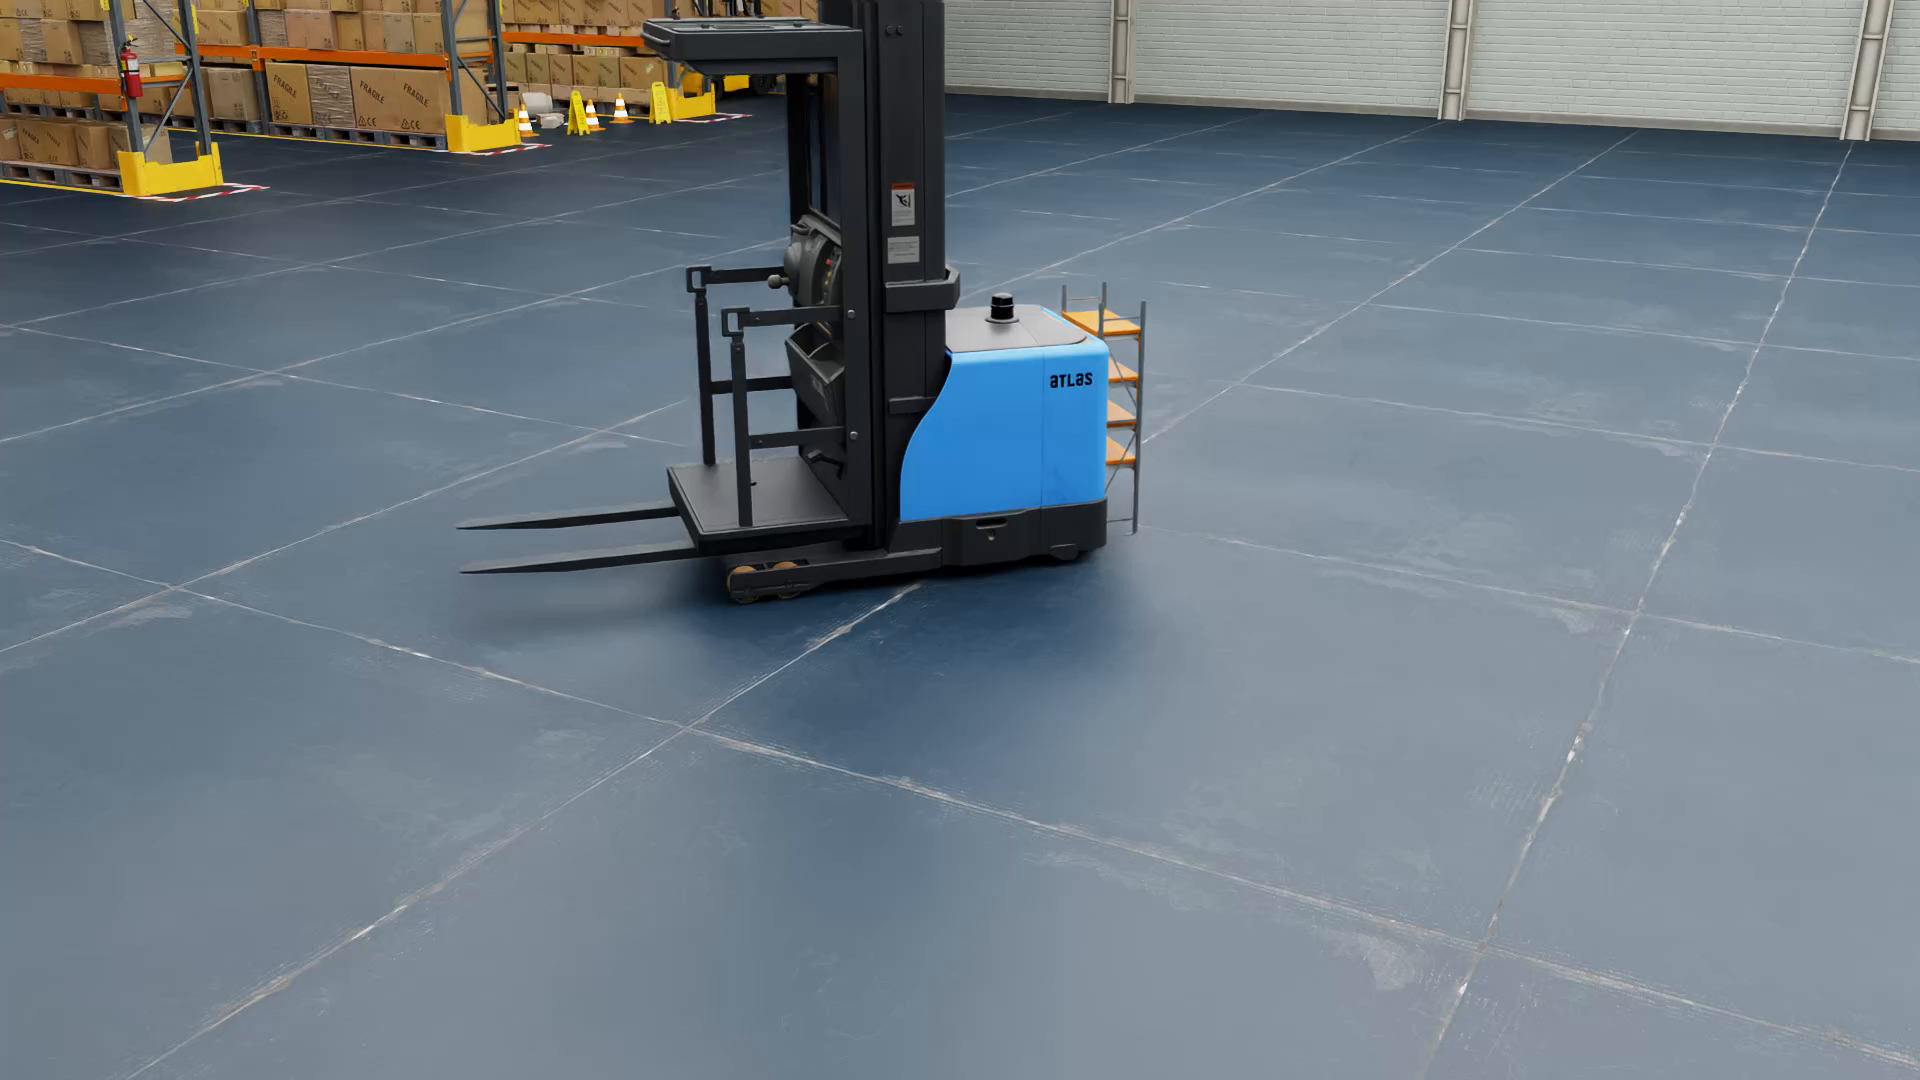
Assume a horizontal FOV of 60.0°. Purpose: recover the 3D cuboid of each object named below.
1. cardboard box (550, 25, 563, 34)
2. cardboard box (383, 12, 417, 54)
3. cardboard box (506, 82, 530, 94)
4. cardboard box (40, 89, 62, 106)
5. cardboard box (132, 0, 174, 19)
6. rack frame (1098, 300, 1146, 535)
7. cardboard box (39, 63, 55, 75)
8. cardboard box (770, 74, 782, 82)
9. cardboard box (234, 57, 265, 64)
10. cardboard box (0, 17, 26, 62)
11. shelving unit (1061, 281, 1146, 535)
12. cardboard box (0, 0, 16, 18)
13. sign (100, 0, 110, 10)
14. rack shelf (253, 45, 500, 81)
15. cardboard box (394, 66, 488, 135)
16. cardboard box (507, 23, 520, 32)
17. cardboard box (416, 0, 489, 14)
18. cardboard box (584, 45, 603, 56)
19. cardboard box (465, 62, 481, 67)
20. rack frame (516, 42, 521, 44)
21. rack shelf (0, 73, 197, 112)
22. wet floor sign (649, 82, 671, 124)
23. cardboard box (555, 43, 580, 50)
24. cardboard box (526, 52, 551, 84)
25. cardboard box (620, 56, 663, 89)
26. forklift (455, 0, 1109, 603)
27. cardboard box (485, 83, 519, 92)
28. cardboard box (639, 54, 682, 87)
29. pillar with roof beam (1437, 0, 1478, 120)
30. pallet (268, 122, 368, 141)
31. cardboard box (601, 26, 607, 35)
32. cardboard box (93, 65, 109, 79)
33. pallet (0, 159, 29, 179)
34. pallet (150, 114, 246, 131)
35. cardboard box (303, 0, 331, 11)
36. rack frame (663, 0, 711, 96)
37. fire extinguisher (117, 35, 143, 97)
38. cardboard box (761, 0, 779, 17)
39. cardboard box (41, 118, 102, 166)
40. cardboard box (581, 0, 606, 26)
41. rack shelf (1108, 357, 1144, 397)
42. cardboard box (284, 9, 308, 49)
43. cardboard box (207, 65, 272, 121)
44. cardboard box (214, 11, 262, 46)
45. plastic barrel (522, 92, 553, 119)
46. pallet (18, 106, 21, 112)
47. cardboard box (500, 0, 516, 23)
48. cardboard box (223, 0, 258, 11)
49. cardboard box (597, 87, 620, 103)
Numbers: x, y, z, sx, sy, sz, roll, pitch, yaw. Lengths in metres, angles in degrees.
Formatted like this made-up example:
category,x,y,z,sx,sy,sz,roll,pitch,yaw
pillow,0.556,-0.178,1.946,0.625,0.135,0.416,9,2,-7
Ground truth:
category,x,y,z,sx,sy,sz,roll,pitch,yaw
cardboard box,-6.794,-8.743,28.439,0.250,0.149,0.380,11,23,28
cardboard box,-7.695,-7.273,23.797,0.550,0.550,0.875,11,23,27
cardboard box,-7.641,-7.951,29.303,0.500,0.250,0.500,10,22,25
cardboard box,-14.996,-7.541,27.806,0.500,0.500,0.500,12,23,29
cardboard box,-9.713,-6.439,19.668,0.500,0.500,0.500,11,23,27
rack frame,0.784,-0.583,8.212,0.240,1.200,0.015,-6,21,-17
cardboard box,-10.814,-5.680,19.994,0.250,0.149,0.380,11,23,27
cardboard box,-3.541,-9.098,32.465,0.500,0.250,0.500,11,23,28
cardboard box,-13.636,-9.527,32.730,0.875,0.875,0.875,12,23,29
cardboard box,-11.174,-6.126,20.272,0.500,0.500,0.875,11,23,27
shelving unit,0.708,-0.662,8.430,0.258,1.200,0.503,-6,21,-17
cardboard box,-11.273,-6.535,19.934,0.500,0.500,0.500,11,23,27
sign,-9.654,-6.141,18.733,0.005,0.325,0.100,11,23,27
rack shelf,-8.604,-7.064,24.495,4.000,0.370,1.077,11,23,27
cardboard box,-7.483,-6.361,24.002,0.875,0.875,0.875,11,23,28
cardboard box,-7.660,-8.932,28.960,0.250,0.149,0.380,12,23,29
cardboard box,-7.164,-7.721,23.447,0.550,0.550,0.875,11,23,27
cardboard box,-6.160,-8.306,28.229,0.250,0.149,0.380,12,23,30
cardboard box,-10.463,-10.570,36.155,0.500,0.500,0.500,12,23,30
rack frame,-9.099,-11.369,35.307,0.127,3.000,1.000,11,23,27
rack shelf,-11.112,-5.604,20.470,4.000,0.370,1.077,11,23,27
wet floor sign,-4.889,-7.103,27.000,0.267,0.644,0.232,-16,26,-38
cardboard box,-7.987,-10.235,35.050,0.625,0.625,0.875,12,23,29
cardboard box,-7.168,-8.218,28.939,0.500,0.500,0.500,12,23,29
cardboard box,-5.359,-7.873,27.986,0.500,0.500,0.500,11,23,28
forklift,-0.861,-1.291,7.627,3.031,2.935,1.130,-6,21,-16
cardboard box,-7.753,-7.468,28.215,0.500,0.500,0.500,-7,21,-20
cardboard box,-5.123,-8.037,28.440,0.500,0.500,0.500,10,22,26
pillar with roof beam,6.093,-9.965,22.640,0.400,9.000,9.100,11,23,27
pallet,-9.725,-6.274,25.351,1.213,0.211,1.003,11,23,27
cardboard box,-5.847,-8.617,28.089,0.250,0.149,0.380,11,23,28
cardboard box,-9.933,-5.519,19.550,0.250,0.149,0.380,11,23,27
pallet,-12.254,-4.863,21.461,1.213,0.211,1.003,11,23,27
pallet,-12.130,-6.732,26.615,1.213,0.211,1.003,11,23,27
cardboard box,-9.104,-8.054,24.365,0.550,0.550,0.875,11,23,27
rack frame,-4.533,-8.560,27.564,0.127,3.000,1.000,11,23,27
fire extinguisher,-9.490,-5.417,19.013,0.183,0.674,0.296,11,23,27
cardboard box,-3.569,-10.263,32.112,0.500,0.500,0.500,10,22,26
cardboard box,-10.978,-4.940,20.634,0.500,0.500,0.500,13,24,32
cardboard box,-6.011,-8.924,27.984,0.500,0.500,0.500,11,23,27
rack shelf,0.708,-0.809,8.377,0.258,0.148,0.480,-6,21,-17
cardboard box,-9.531,-7.663,24.870,0.550,0.550,0.875,11,23,27
cardboard box,-10.936,-6.951,25.812,0.750,0.750,1.050,11,23,27
cardboard box,-10.936,-7.789,25.292,0.500,0.500,0.500,11,22,27
plastic barrel,-7.074,-7.241,27.708,0.512,0.421,0.421,-7,21,-20
pallet,-16.654,-7.625,29.076,1.213,0.211,1.003,11,23,27
cardboard box,-7.777,-9.256,28.899,0.500,0.500,0.500,11,23,27
cardboard box,-10.787,-8.332,25.324,0.500,0.500,0.700,10,22,26
cardboard box,-5.818,-7.607,28.355,0.500,0.250,0.500,11,23,27
